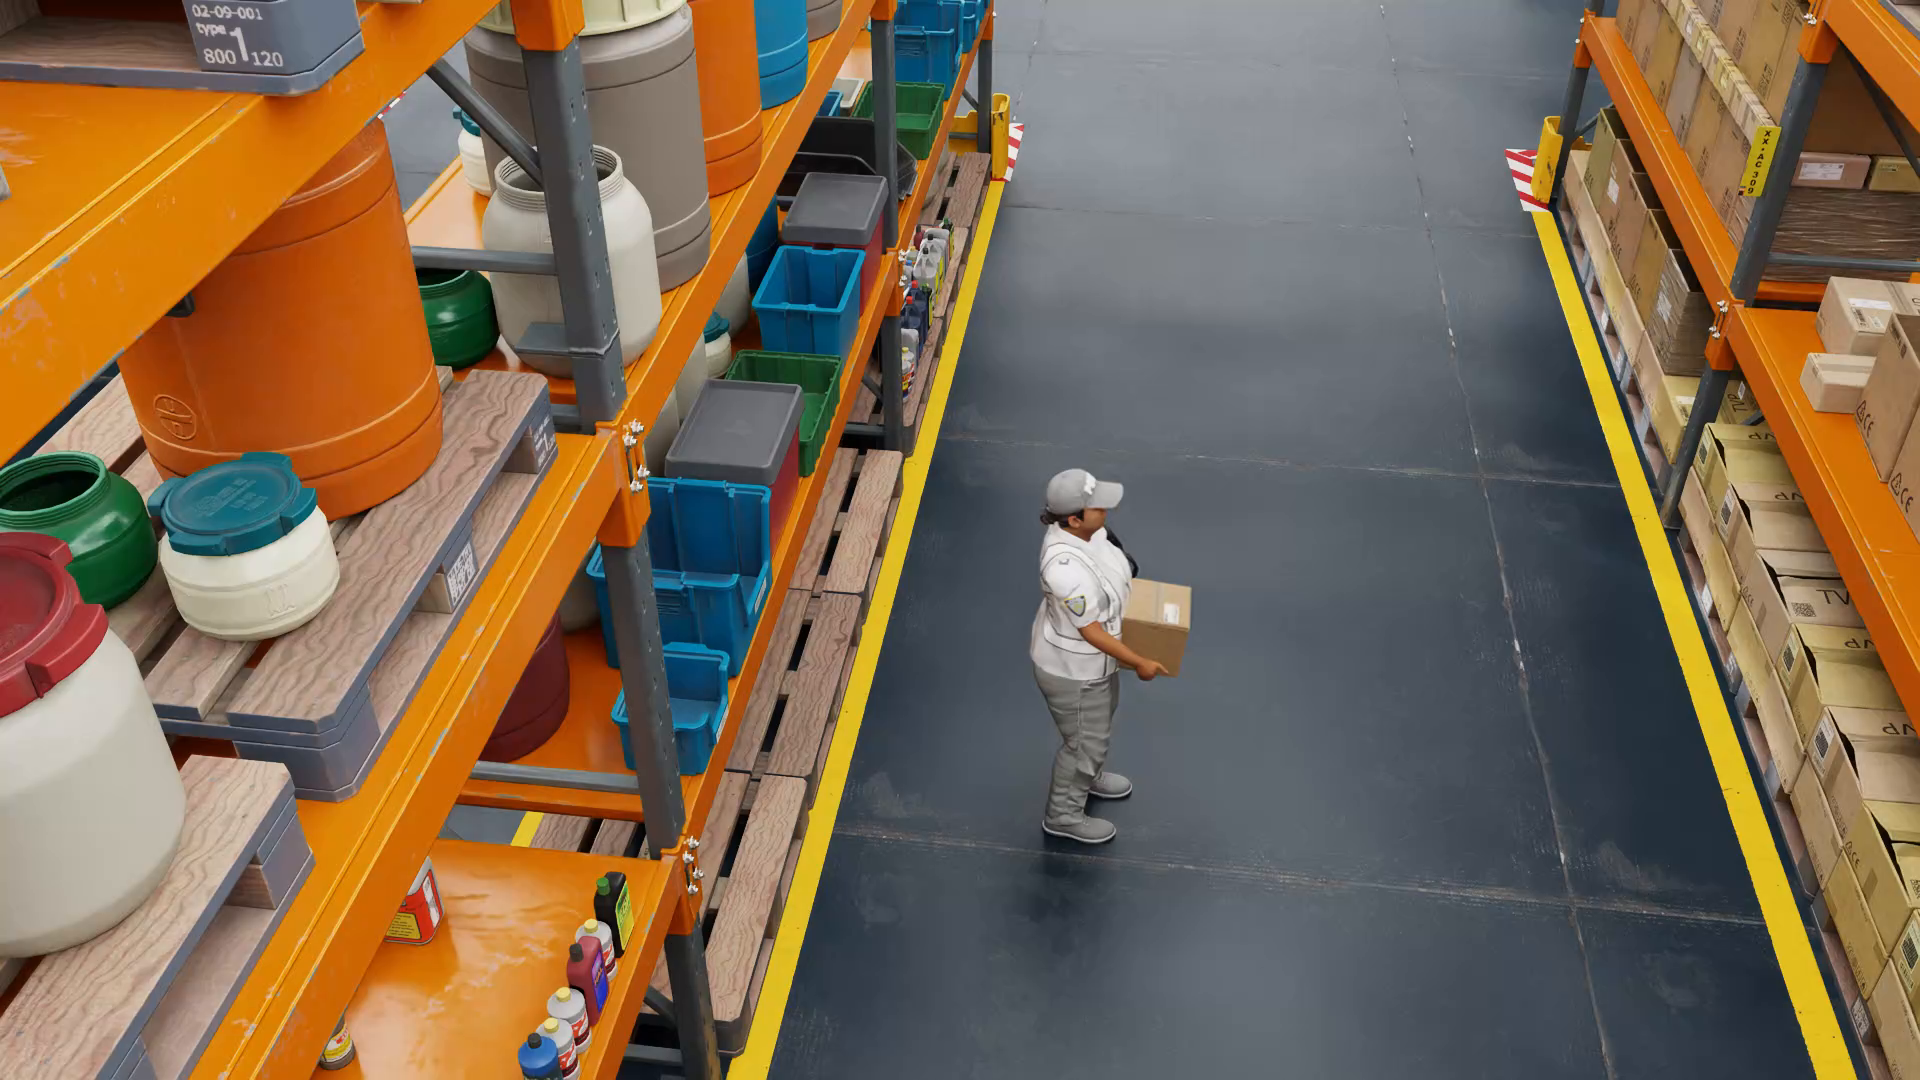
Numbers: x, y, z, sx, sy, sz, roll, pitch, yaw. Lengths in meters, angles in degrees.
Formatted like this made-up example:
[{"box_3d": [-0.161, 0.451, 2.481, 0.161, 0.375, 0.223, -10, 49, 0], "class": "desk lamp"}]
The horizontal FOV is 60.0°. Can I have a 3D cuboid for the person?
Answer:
[{"box_3d": [0.538, 0.445, 6.439, 0.534, 1.653, 0.453, 5, 37, 6], "class": "person"}]
